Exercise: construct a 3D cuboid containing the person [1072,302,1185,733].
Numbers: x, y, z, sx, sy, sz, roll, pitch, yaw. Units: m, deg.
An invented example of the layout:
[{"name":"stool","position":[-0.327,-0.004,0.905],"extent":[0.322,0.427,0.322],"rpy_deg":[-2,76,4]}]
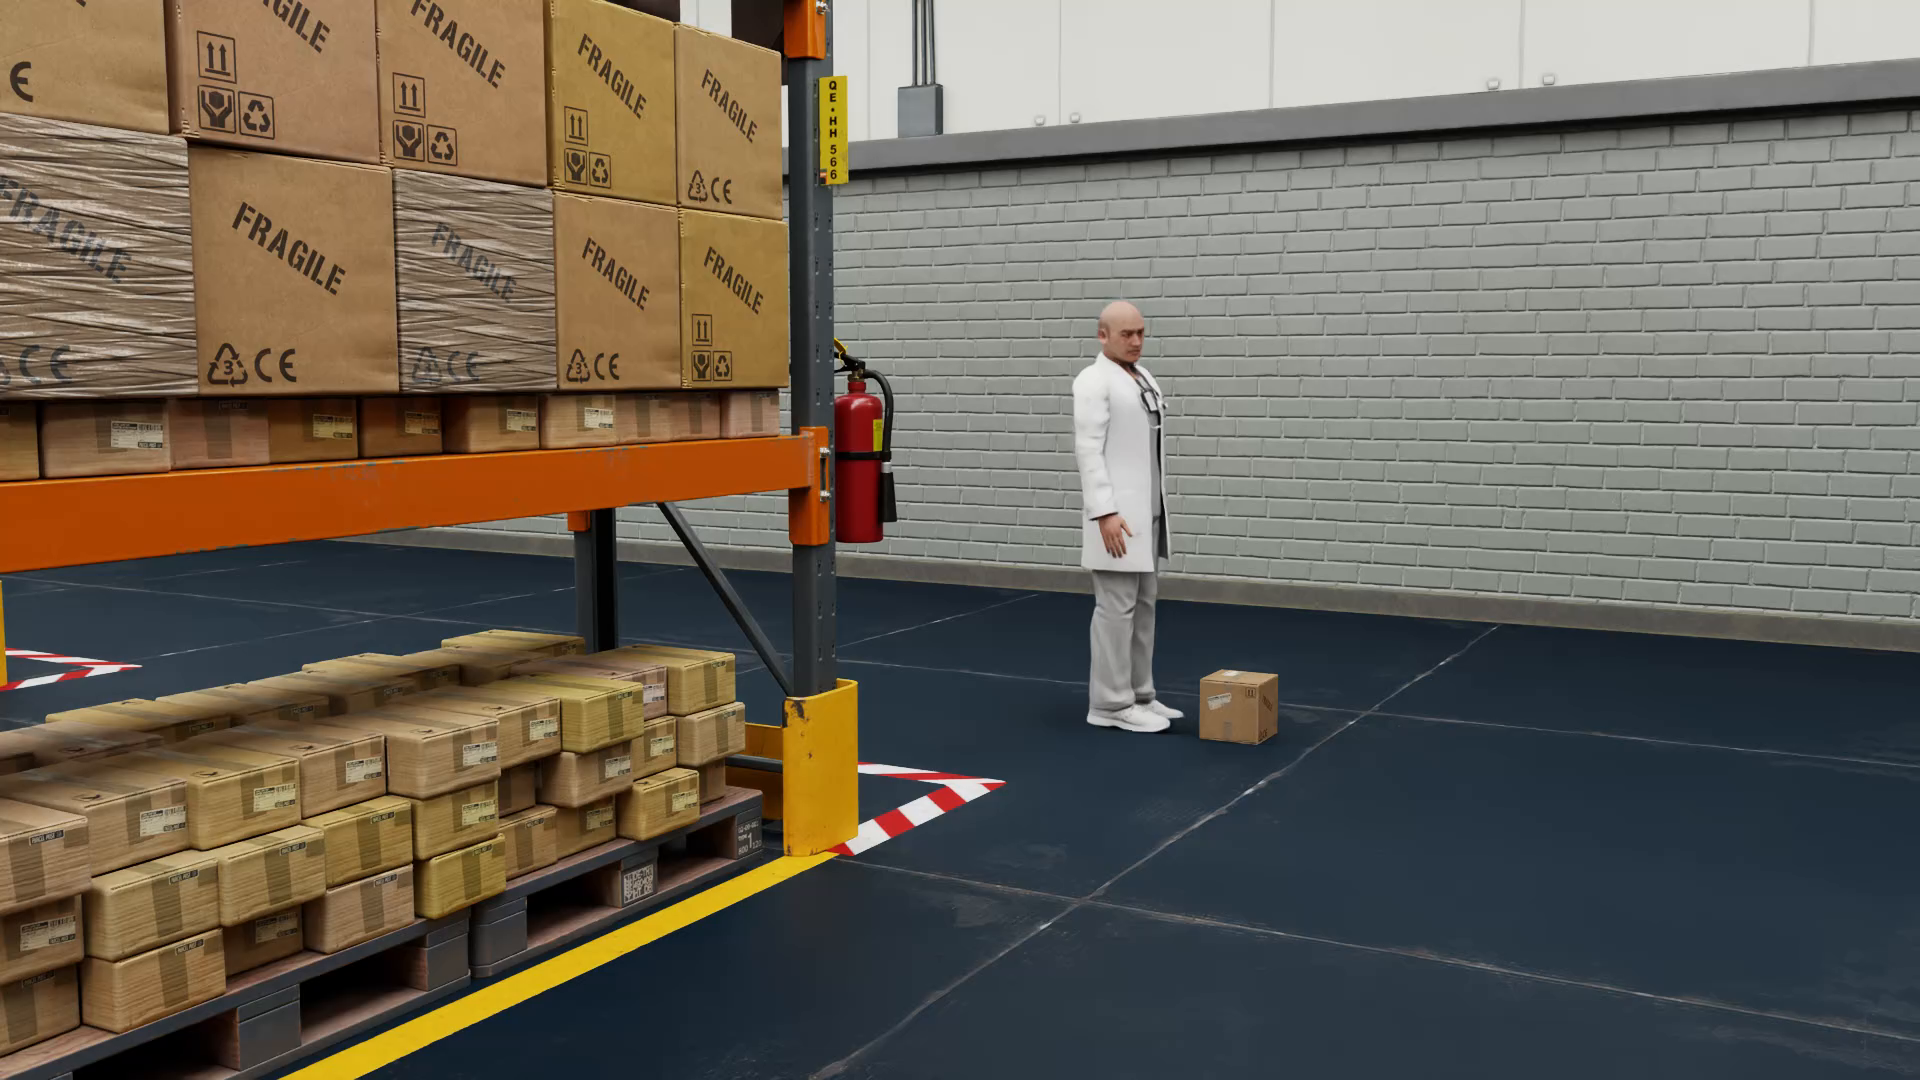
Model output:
[{"name":"person","position":[0.738,-0.072,7.006],"extent":[0.413,1.796,0.623],"rpy_deg":[3,7,30]}]
